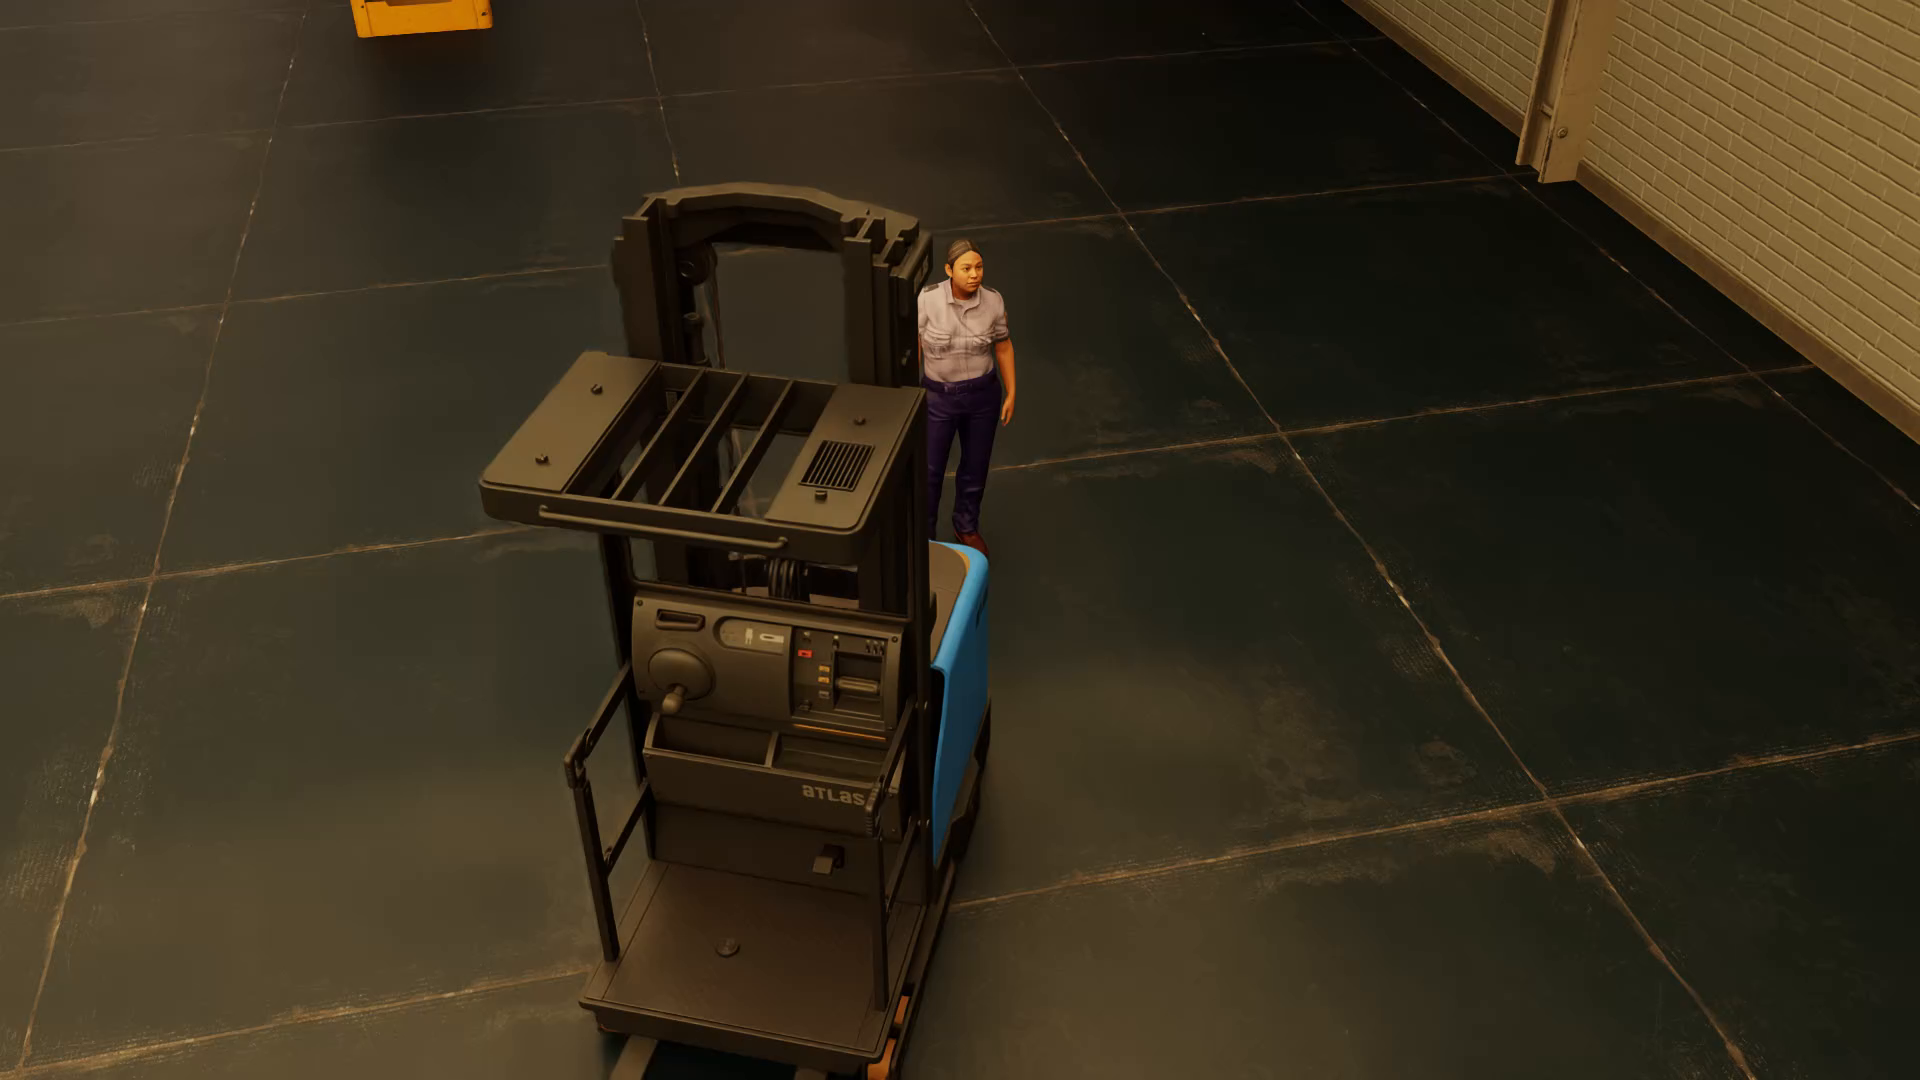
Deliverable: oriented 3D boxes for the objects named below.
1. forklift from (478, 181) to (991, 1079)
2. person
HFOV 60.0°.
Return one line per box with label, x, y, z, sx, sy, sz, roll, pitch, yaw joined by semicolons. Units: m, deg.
forklift;-0.693;0.489;5.371;1.130;2.935;3.031;7;36;10
person;-0.002;-0.620;7.999;0.598;1.651;0.502;-8;36;-11
